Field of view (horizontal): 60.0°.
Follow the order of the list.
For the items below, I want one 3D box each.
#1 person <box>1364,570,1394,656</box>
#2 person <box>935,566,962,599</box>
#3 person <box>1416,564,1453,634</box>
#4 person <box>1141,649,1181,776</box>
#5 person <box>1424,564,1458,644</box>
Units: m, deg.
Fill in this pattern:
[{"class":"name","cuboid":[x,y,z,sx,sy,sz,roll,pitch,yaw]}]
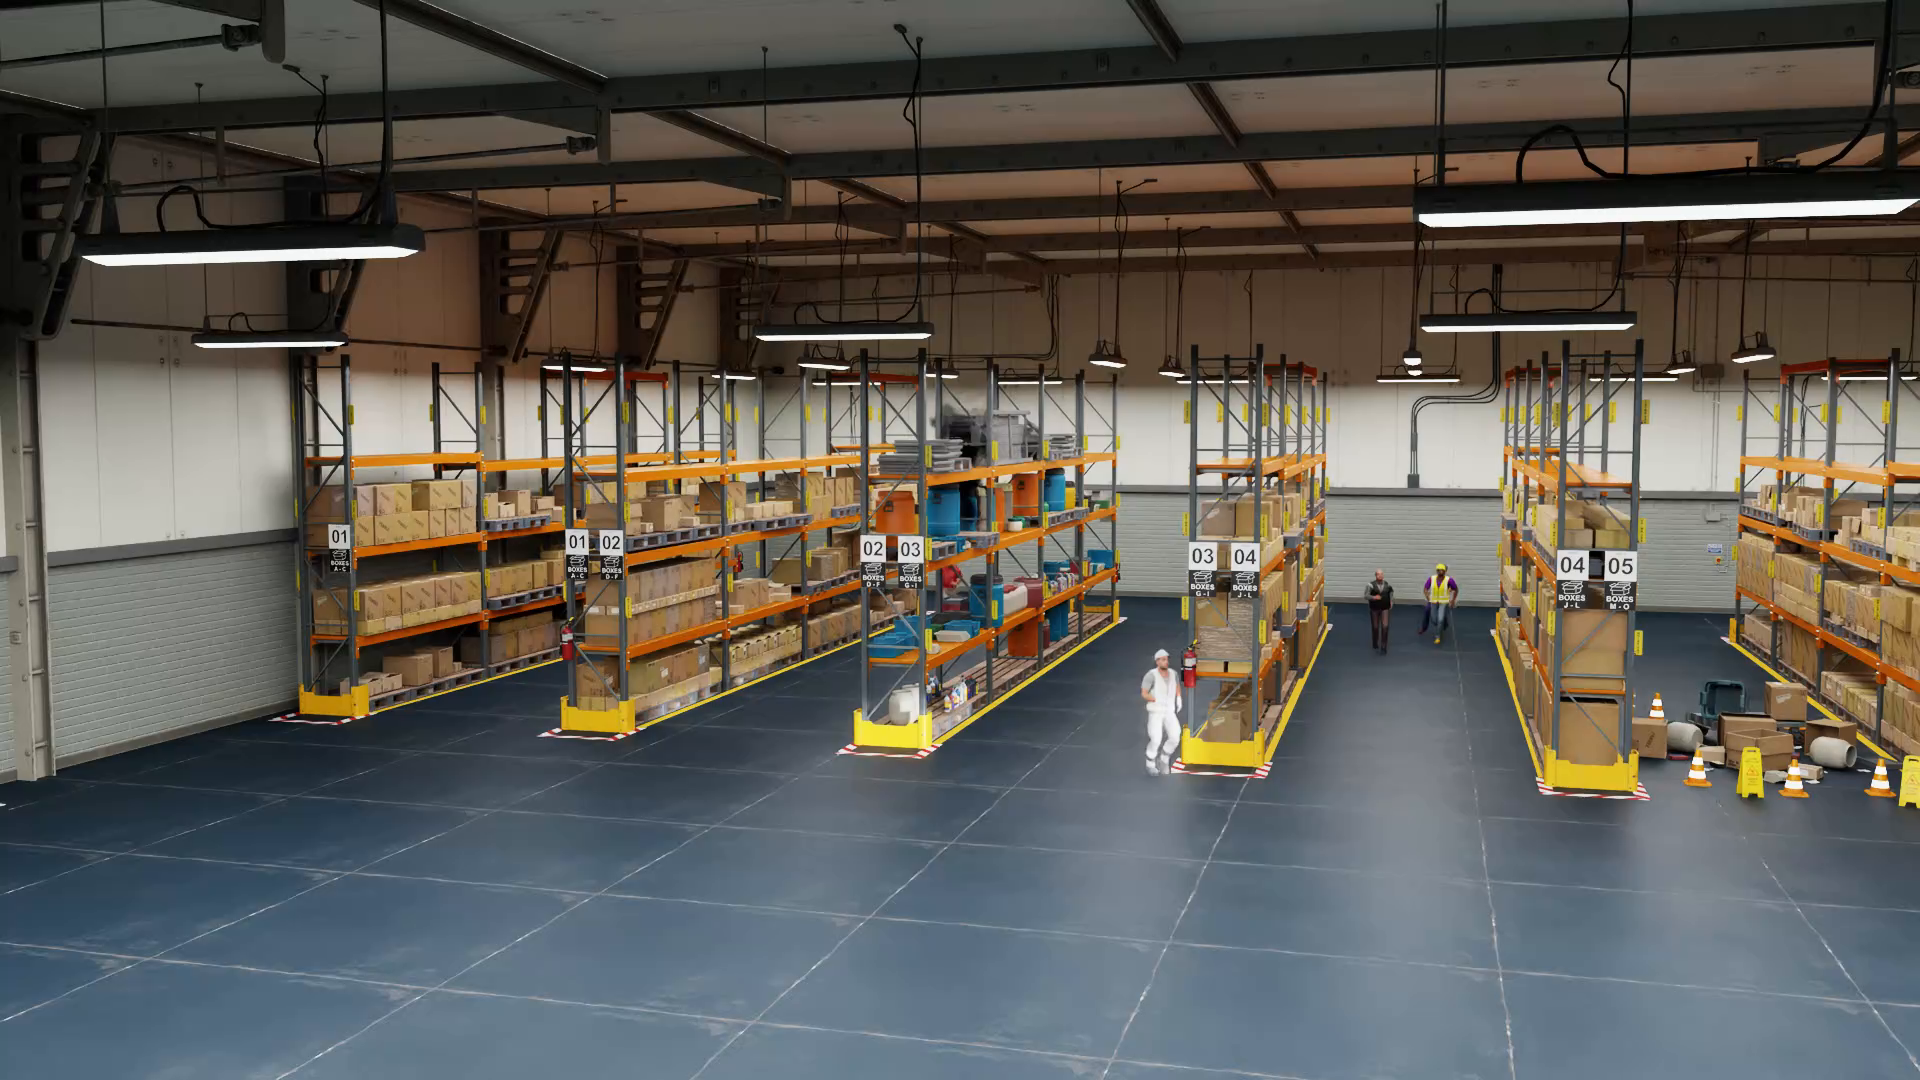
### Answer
[{"class":"person","cuboid":[8.829,1.506,35.044,0.636,1.769,0.867,1,4,9]},{"class":"person","cuboid":[-0.268,1.238,38.775,0.675,1.731,0.958,0,4,6]},{"class":"person","cuboid":[10.953,1.334,37.913,0.936,1.606,0.689,-4,6,-43]},{"class":"person","cuboid":[2.830,2.397,22.994,0.690,1.774,0.676,-2,5,-20]},{"class":"person","cuboid":[10.598,1.397,36.724,0.740,1.745,0.697,2,5,29]}]
